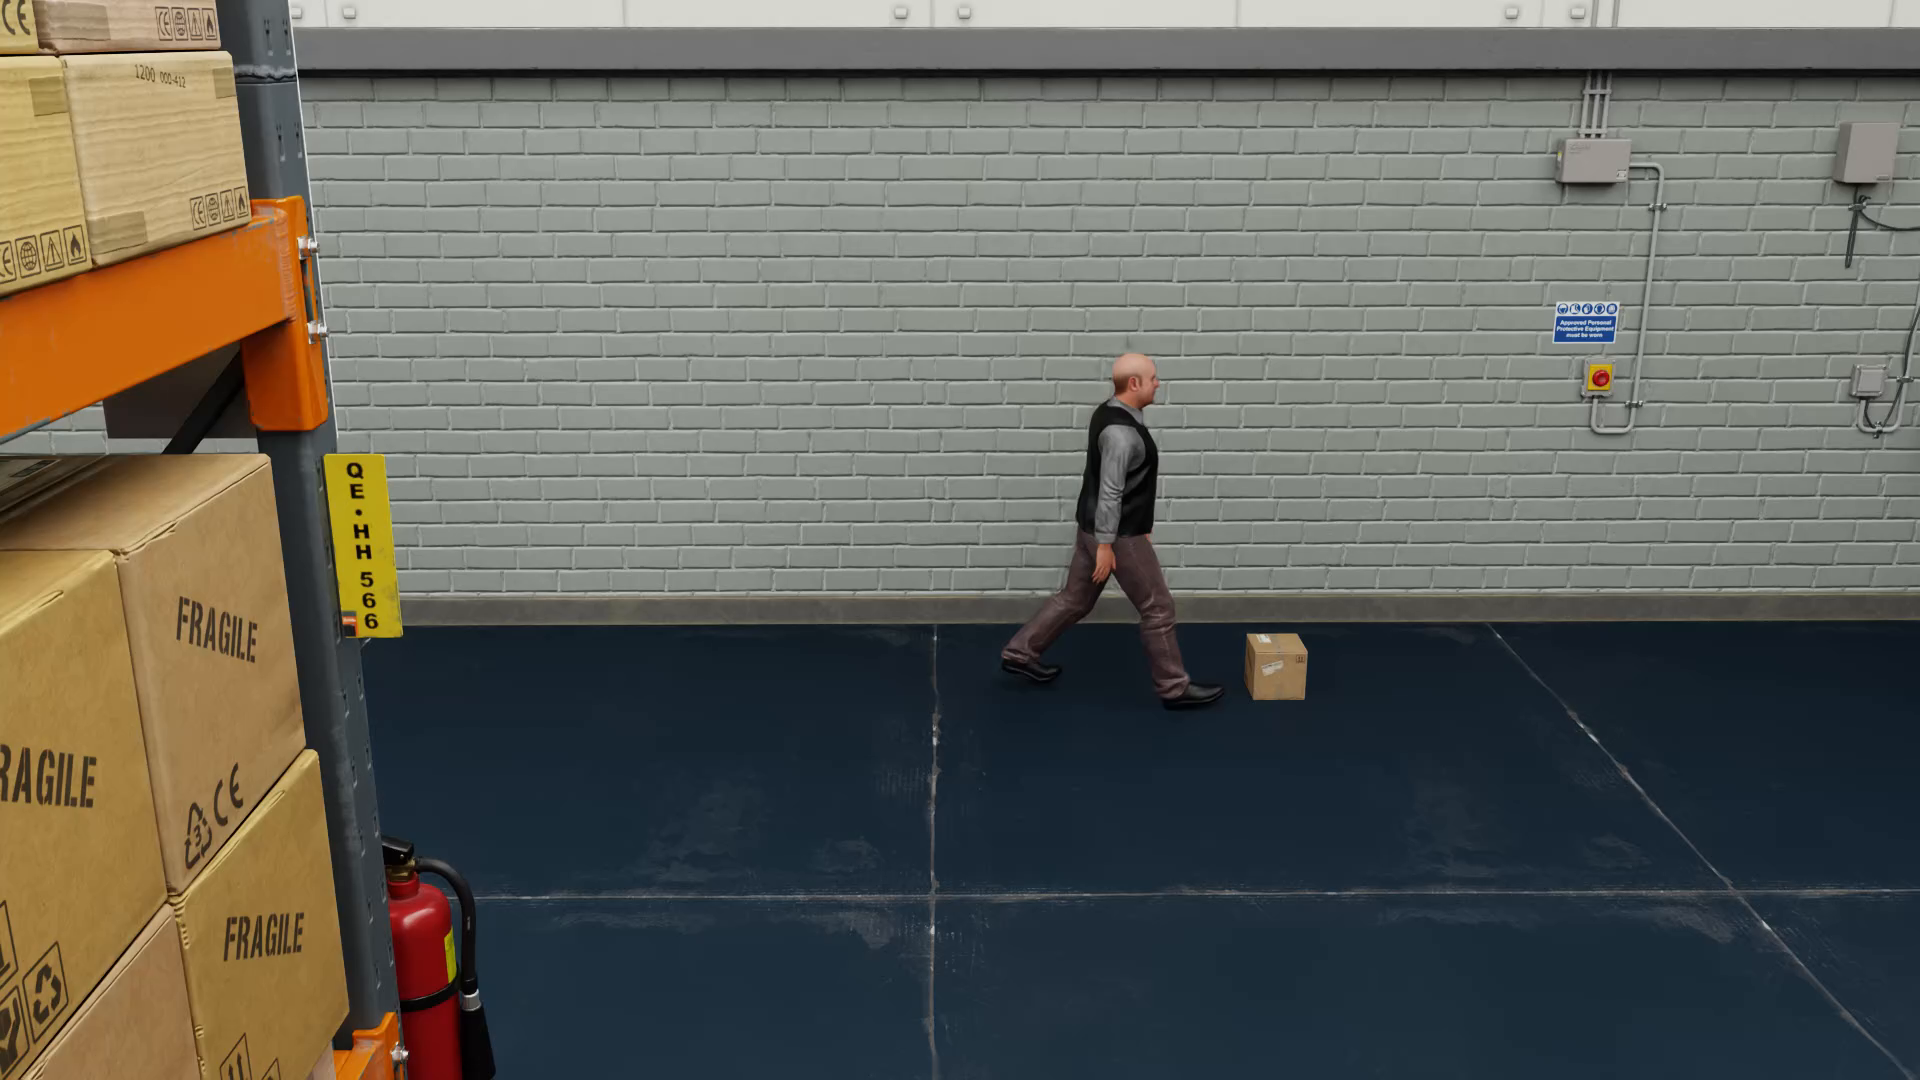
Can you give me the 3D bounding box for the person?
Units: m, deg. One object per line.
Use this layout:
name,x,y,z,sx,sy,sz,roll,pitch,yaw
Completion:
person,0.727,-0.040,7.758,1.047,1.682,0.559,-1,17,-3
